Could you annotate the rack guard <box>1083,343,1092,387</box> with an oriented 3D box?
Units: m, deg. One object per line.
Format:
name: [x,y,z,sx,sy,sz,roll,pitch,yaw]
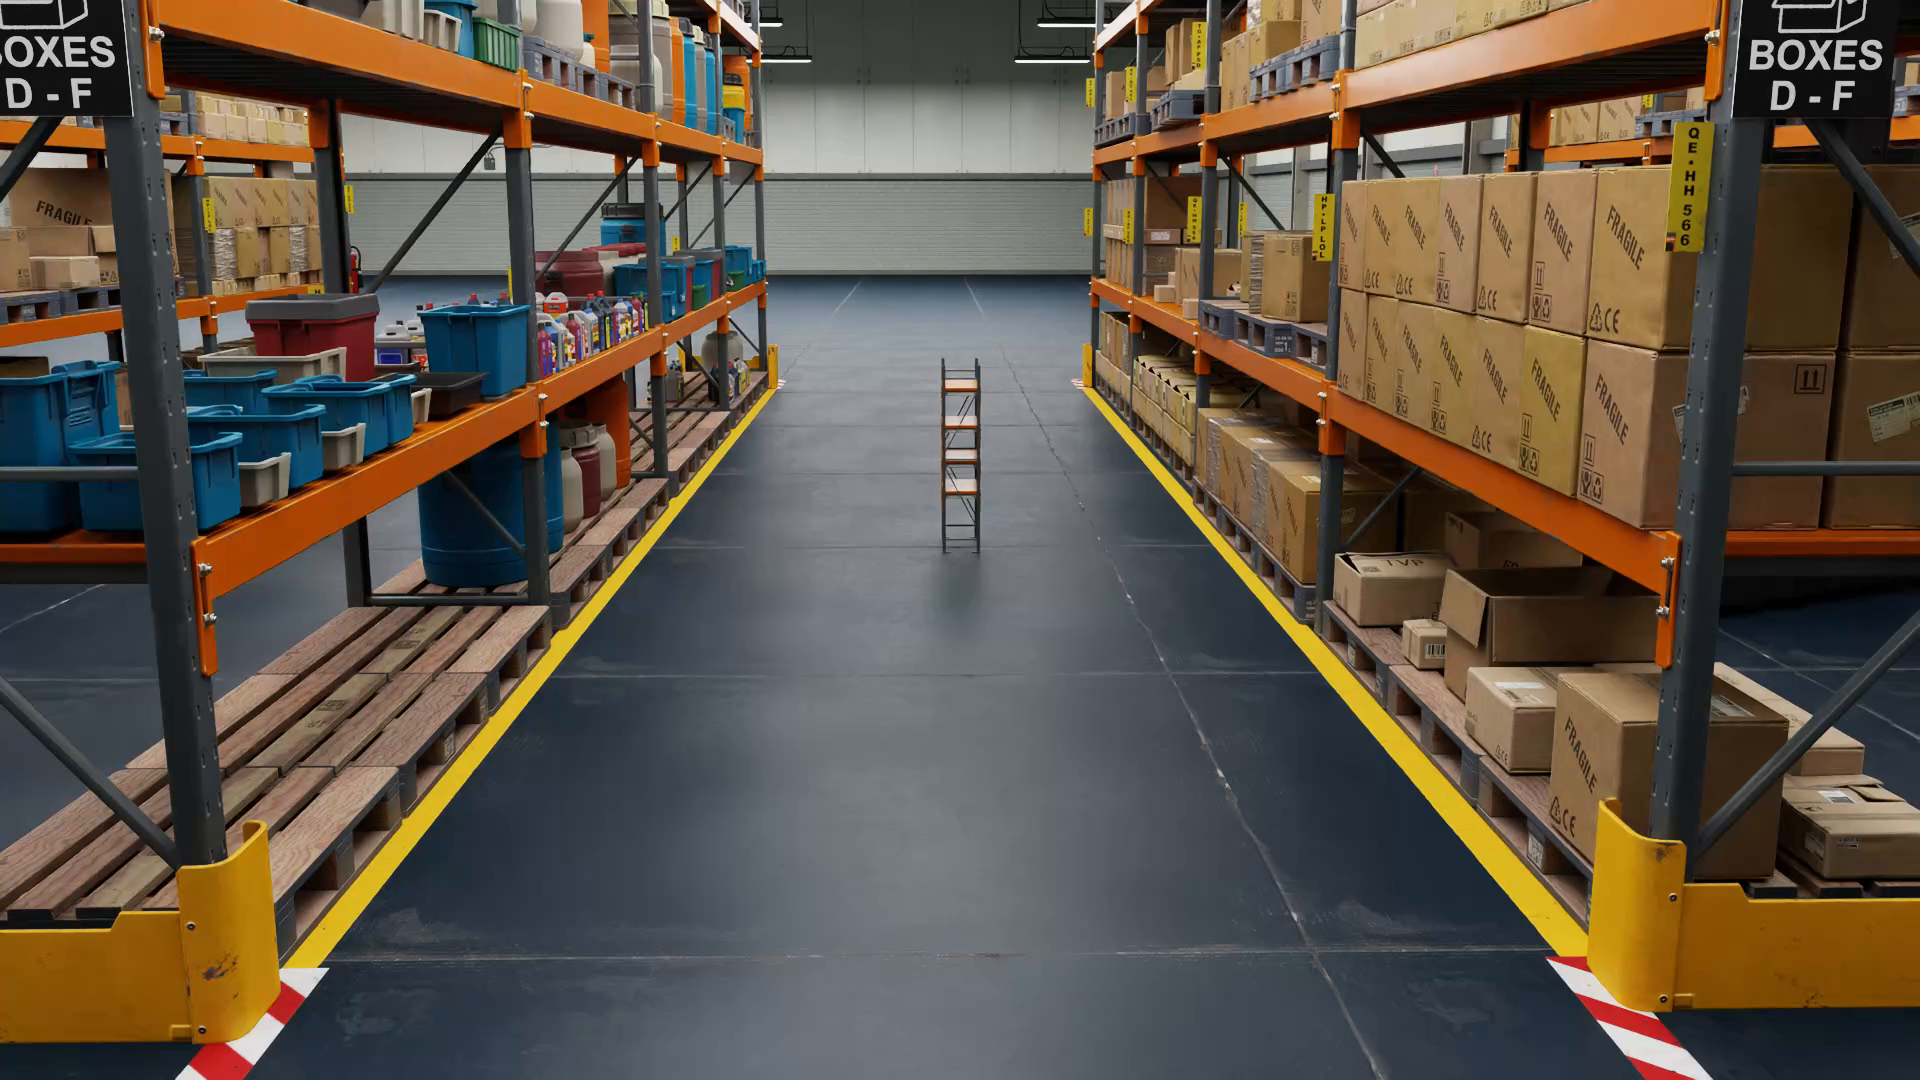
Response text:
rack guard: [2.099,-2.143,20.363,1.175,0.500,0.348,0,11,-1]

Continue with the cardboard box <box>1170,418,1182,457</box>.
cardboard box: [1.996,-0.837,13.499,0.500,0.250,0.500,0,11,-2]

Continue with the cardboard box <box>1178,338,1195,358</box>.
cardboard box: [2.486,-1.887,16.789,0.500,0.500,0.500,0,11,-1]

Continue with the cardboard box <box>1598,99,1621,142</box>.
cardboard box: [6.880,-4.318,16.951,0.500,0.500,0.500,-1,12,-6]

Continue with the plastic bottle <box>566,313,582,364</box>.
plastic bottle: [-2.204,-1.152,9.486,0.061,0.283,0.133,0,11,-1]

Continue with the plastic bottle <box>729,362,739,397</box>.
plastic bottle: [-2.376,-1.665,17.279,0.144,0.351,0.185,-1,11,-4]

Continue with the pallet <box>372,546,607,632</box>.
pallet: [-2.579,0.255,9.270,1.003,0.211,1.213,0,11,-1]

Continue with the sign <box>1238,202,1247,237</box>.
sign: [2.725,-3.101,16.085,0.100,0.325,0.005,0,11,-1]

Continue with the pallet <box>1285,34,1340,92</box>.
pallet: [2.404,-2.485,8.694,1.213,0.211,1.003,0,11,-1]

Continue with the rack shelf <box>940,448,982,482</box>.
rack shelf: [0.003,-0.489,10.791,0.258,0.148,0.480,0,11,-1]

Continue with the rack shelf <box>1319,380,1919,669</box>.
rack shelf: [2.389,-0.227,6.445,1.077,0.370,4.000,0,11,-1]

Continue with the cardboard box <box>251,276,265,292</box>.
cardboard box: [-7.429,-2.648,17.197,0.380,0.149,0.250,0,11,-1]

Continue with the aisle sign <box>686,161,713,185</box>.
aisle sign: [-3.147,-4.630,19.800,0.394,0.787,0.004,0,11,-1]

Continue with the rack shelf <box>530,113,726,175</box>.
rack shelf: [-2.729,-3.268,13.889,1.077,0.370,4.000,0,11,-1]

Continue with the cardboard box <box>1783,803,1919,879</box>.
cardboard box: [2.765,0.915,5.071,0.380,0.149,0.250,0,11,-1]

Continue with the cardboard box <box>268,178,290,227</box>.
cardboard box: [-7.520,-3.601,17.751,0.500,0.500,0.500,0,11,-1]

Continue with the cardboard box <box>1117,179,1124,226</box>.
cardboard box: [2.125,-3.740,18.433,0.700,0.500,0.500,0,11,-1]

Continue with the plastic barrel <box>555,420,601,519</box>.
plastic barrel: [-2.637,-0.455,10.768,0.600,0.588,0.708,0,11,-1]

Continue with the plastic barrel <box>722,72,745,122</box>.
plastic barrel: [-2.702,-4.885,18.521,0.600,0.588,0.600,0,11,0]

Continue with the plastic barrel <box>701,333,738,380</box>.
plastic barrel: [-2.752,-2.100,19.065,0.421,0.512,0.421,0,11,0]

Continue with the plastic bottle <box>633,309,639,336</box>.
plastic bottle: [-2.264,-1.508,11.448,0.097,0.201,0.097,0,11,0]

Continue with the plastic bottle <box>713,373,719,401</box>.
plastic bottle: [-2.479,-1.561,16.936,0.061,0.283,0.133,0,11,-1]

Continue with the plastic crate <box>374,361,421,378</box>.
plastic crate: [-2.738,-0.765,7.798,0.396,0.136,0.243,0,11,-1]

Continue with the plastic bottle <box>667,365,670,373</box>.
plastic bottle: [-3.082,-1.695,17.424,0.144,0.351,0.185,0,11,-2]

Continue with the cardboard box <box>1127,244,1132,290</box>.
cardboard box: [2.143,-2.909,17.605,0.700,0.500,0.500,0,11,0]

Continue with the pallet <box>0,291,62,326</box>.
pallet: [-7.761,-1.780,12.771,1.213,0.211,1.003,0,11,-1]

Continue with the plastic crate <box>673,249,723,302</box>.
plastic crate: [-2.454,-2.485,15.600,0.402,0.464,0.583,0,11,-1]

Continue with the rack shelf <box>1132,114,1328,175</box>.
rack shelf: [2.224,-3.288,13.985,1.077,0.370,4.000,0,11,-1]

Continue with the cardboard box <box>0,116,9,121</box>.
cardboard box: [-7.395,-3.224,12.238,0.500,0.250,0.500,0,11,0]

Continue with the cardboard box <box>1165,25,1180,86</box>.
cardboard box: [2.156,-4.415,15.167,0.500,0.500,0.500,0,11,0]

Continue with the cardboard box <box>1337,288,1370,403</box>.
cardboard box: [2.086,-0.924,7.818,0.500,0.500,0.500,0,11,0]

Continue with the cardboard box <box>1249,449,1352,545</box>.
cardboard box: [2.039,-0.263,9.991,0.500,0.500,0.500,0,11,0]

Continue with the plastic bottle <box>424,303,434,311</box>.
plastic bottle: [-2.955,-1.152,9.316,0.144,0.351,0.185,0,11,-1]

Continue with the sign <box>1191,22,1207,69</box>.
sign: [1.710,-3.534,11.892,0.100,0.325,0.005,0,11,-1]

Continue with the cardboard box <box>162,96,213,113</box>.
cardboard box: [-7.421,-4.186,15.976,0.380,0.149,0.250,-1,11,-3]

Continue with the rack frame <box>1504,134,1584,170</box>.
rack frame: [7.052,-3.384,20.195,1.000,3.000,0.127,0,11,-1]

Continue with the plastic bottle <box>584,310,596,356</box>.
plastic bottle: [-2.232,-1.242,9.959,0.097,0.271,0.097,0,11,0]

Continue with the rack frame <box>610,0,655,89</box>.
rack frame: [-2.687,-4.693,11.559,1.000,3.000,0.127,0,11,-1]

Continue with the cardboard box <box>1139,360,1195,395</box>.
cardboard box: [1.947,-1.518,15.447,0.500,0.311,0.500,0,11,-2]

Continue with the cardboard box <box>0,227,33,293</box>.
cardboard box: [-7.802,-2.205,13.077,0.700,0.500,0.500,1,12,7]

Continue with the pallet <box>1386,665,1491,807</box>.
pallet: [2.389,0.769,6.739,1.003,0.211,1.213,0,11,-1]

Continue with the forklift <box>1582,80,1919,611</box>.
forklift: [5.172,-1.240,9.801,3.031,2.935,1.130,-6,13,-28]

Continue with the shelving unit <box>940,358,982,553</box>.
shelving unit: [0.003,-0.555,10.778,0.258,1.200,0.503,0,11,-1]

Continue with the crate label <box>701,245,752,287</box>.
crate label: [-2.544,-2.996,18.193,0.502,0.435,0.616,0,11,-1]

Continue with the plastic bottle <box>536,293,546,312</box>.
plastic bottle: [-3.002,-1.605,11.737,0.152,0.276,0.135,0,11,-1]

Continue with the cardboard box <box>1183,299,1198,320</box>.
cardboard box: [1.970,-1.827,13.153,0.380,0.149,0.250,0,11,-1]

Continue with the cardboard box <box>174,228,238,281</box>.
cardboard box: [-7.669,-2.812,16.377,0.875,0.500,0.500,0,11,-1]

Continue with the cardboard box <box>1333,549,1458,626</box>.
cardboard box: [2.140,0.209,8.141,0.500,0.311,0.500,0,11,-1]

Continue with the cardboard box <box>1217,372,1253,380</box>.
cardboard box: [2.509,-1.319,14.465,0.500,0.311,0.500,0,11,-2]

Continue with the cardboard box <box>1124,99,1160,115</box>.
cardboard box: [1.884,-4.428,17.019,0.380,0.149,0.250,0,11,-1]

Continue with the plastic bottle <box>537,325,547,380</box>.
plastic bottle: [-2.186,-0.975,8.616,0.061,0.283,0.133,0,11,-1]

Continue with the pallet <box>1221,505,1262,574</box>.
pallet: [2.265,-0.015,10.605,1.003,0.211,1.213,0,11,-1]

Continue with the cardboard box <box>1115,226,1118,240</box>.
cardboard box: [1.921,-3.395,18.366,0.380,0.149,0.250,0,11,-2]

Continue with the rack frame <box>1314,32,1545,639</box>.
rack frame: [2.348,-0.977,8.333,1.000,3.000,0.127,0,11,-1]

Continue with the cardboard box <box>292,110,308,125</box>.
cardboard box: [-7.455,-4.705,18.537,0.380,0.149,0.250,0,11,-1]

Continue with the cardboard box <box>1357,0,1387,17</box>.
cardboard box: [2.109,-2.521,7.518,0.500,0.250,0.500,0,11,-1]

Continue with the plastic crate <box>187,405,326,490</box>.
plastic crate: [-2.212,-0.291,5.221,0.416,0.233,0.300,0,11,-1]

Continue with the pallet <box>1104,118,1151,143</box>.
pallet: [2.117,-4.406,17.910,1.003,0.211,1.213,0,11,-1]

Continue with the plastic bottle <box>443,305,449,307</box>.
plastic bottle: [-2.807,-1.116,9.138,0.144,0.351,0.185,0,11,-1]
